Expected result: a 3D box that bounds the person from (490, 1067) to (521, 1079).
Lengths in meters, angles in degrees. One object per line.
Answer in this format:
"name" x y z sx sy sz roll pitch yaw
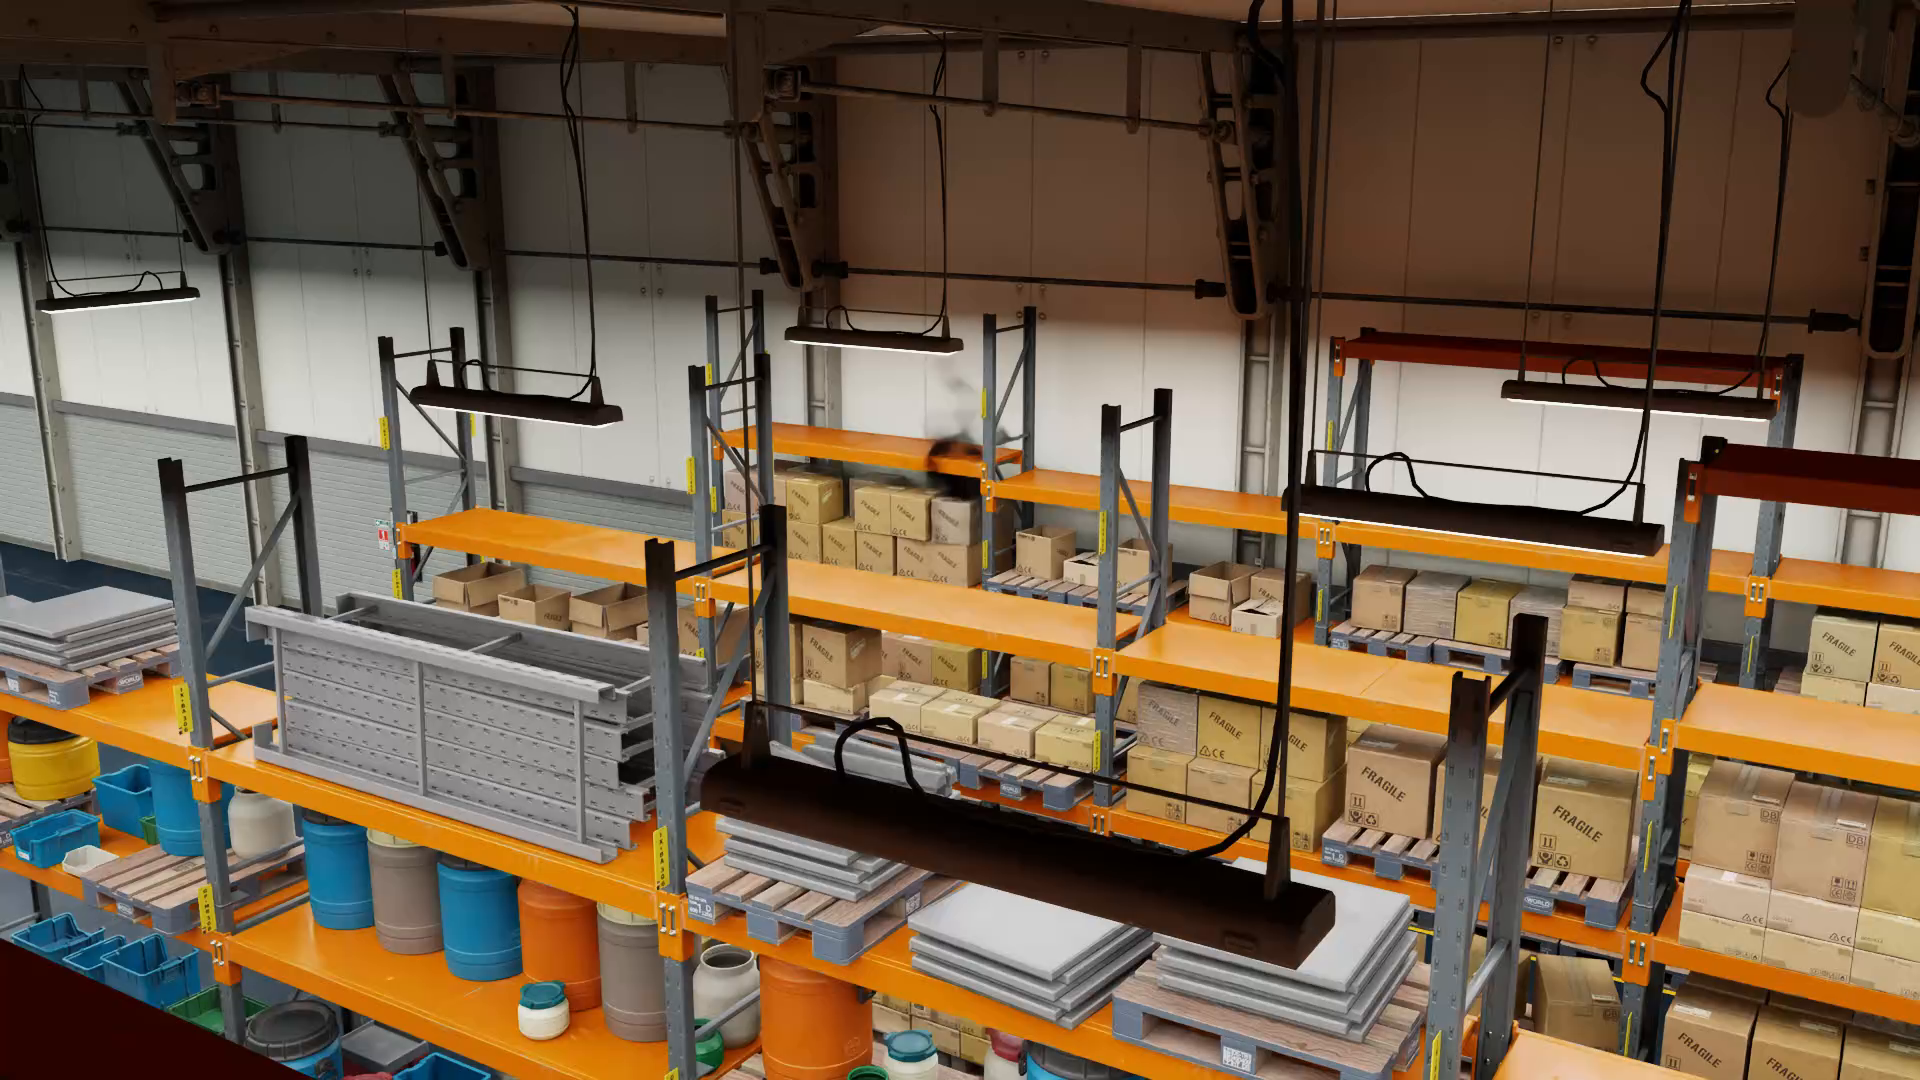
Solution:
"person" -3.702 3.920 13.735 0.584 1.729 0.699 7 16 28
